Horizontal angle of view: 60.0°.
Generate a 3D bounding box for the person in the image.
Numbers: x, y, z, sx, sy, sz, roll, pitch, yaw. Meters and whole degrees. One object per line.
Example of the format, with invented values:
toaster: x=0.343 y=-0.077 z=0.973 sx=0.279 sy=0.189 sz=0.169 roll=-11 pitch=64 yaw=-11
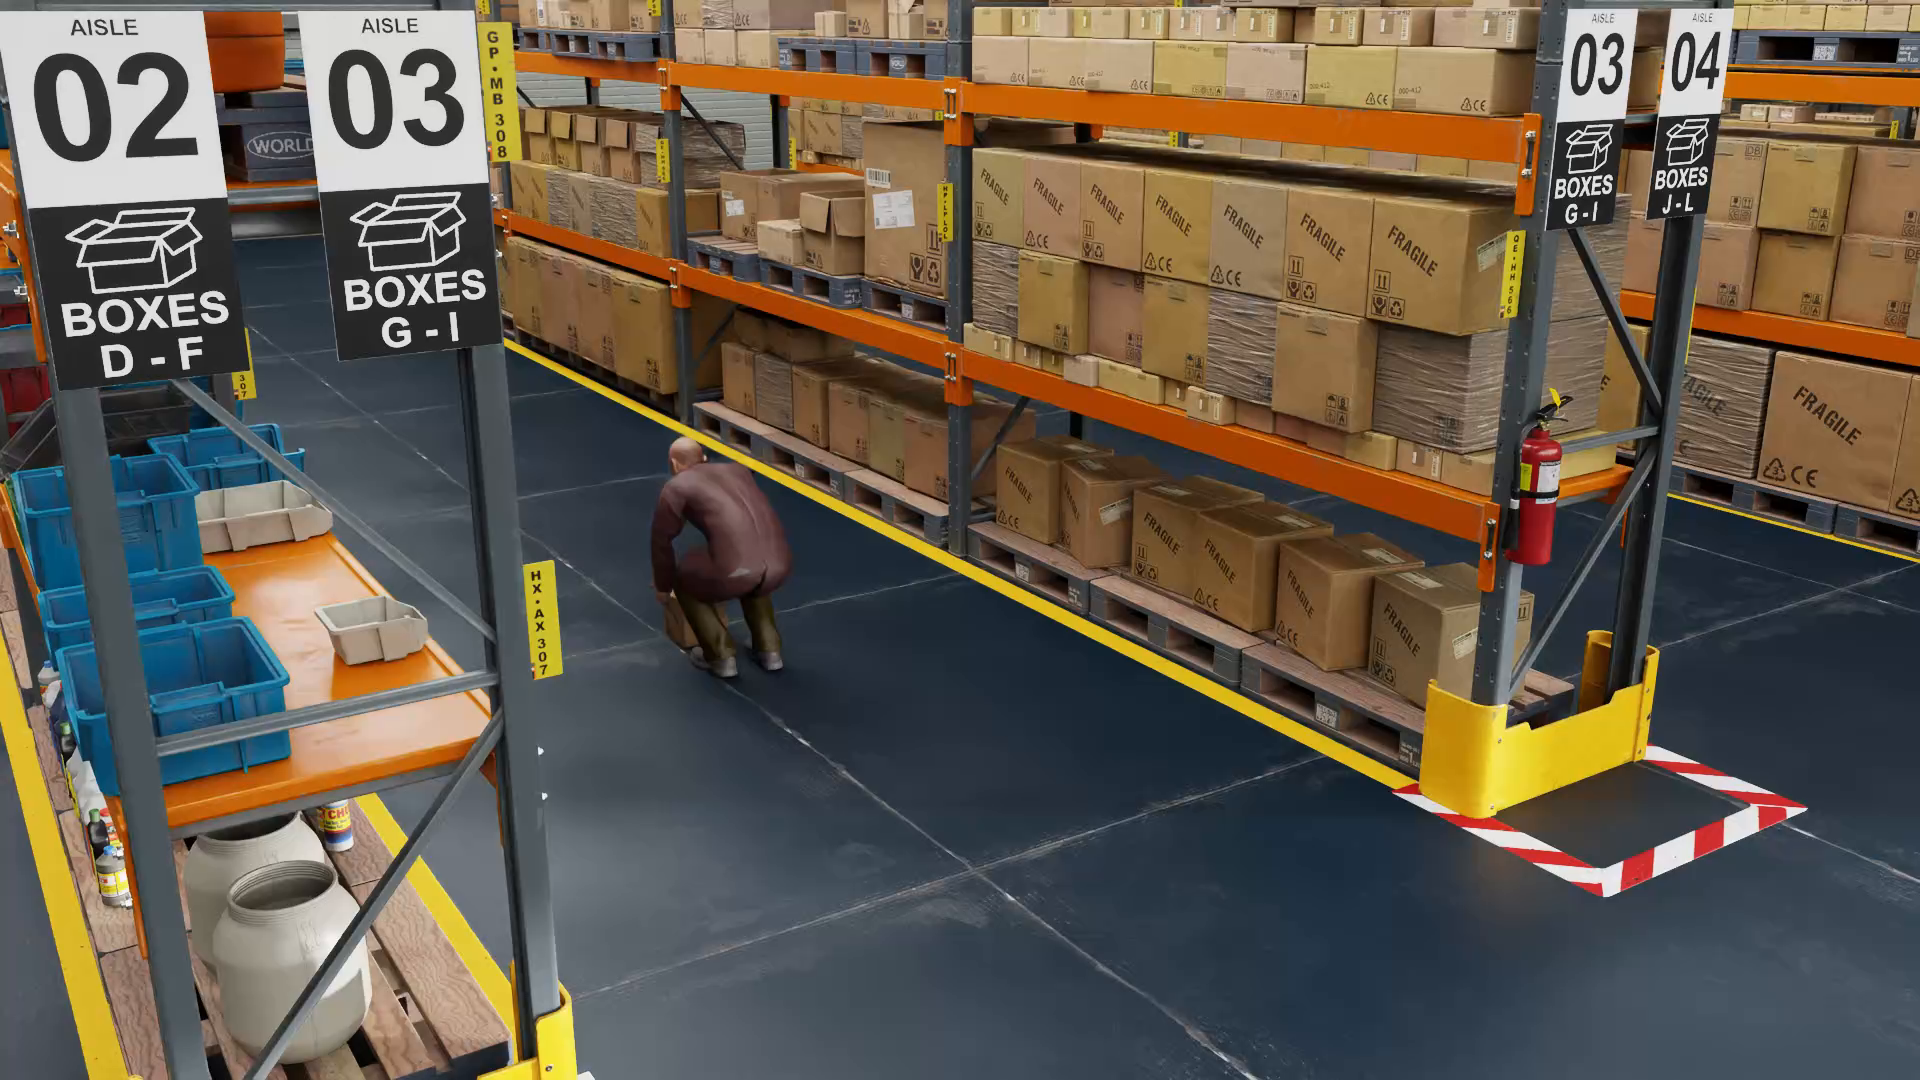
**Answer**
person: x=-1.196 y=0.089 z=8.372 sx=0.620 sy=1.125 sz=0.852 roll=-11 pitch=21 yaw=-32
